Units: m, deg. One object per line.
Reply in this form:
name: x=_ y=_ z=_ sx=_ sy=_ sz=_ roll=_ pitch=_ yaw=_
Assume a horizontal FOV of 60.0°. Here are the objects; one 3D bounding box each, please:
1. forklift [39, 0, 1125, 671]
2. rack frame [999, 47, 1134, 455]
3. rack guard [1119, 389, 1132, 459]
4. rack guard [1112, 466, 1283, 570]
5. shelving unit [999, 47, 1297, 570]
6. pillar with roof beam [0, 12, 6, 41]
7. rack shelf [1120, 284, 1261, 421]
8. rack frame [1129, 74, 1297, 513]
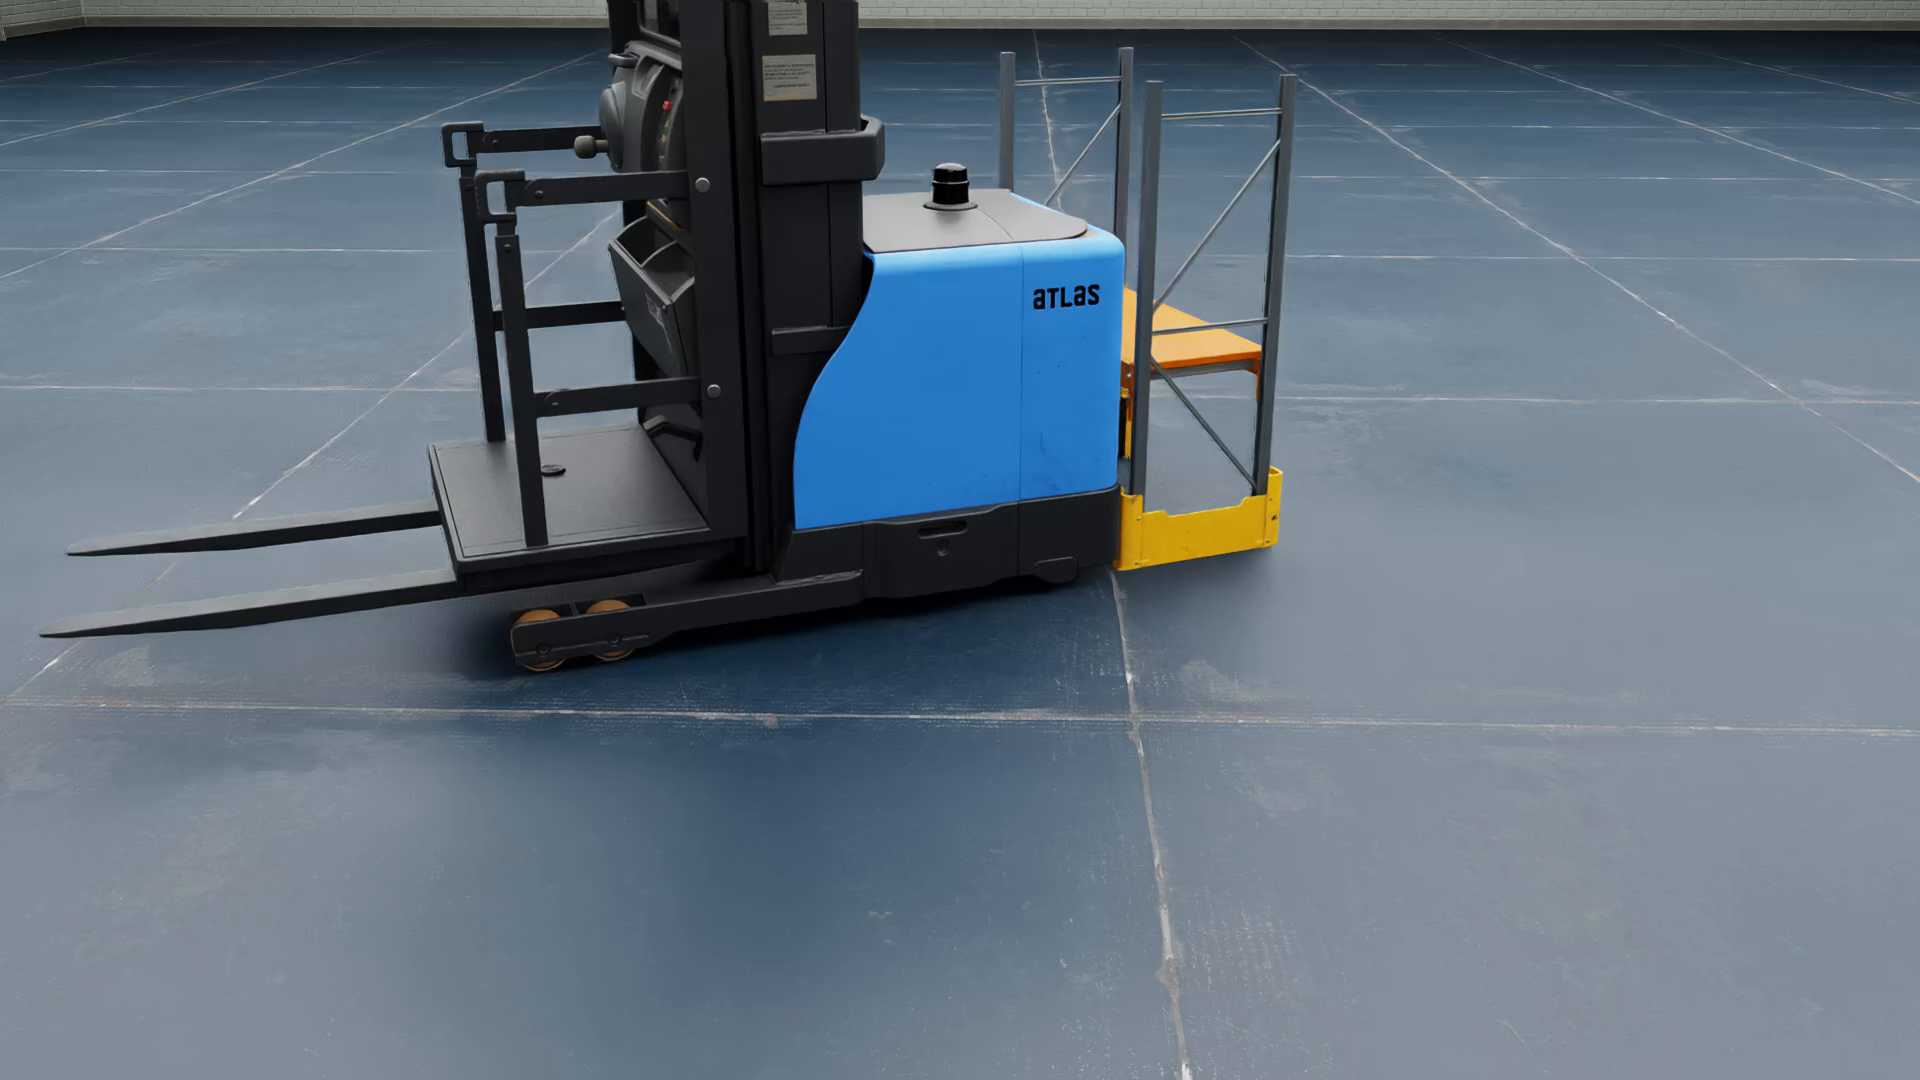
forklift: x=-1.073 y=-1.220 z=4.620 sx=3.031 sy=2.935 sz=1.130 roll=-8 pitch=23 yaw=-19
rack frame: x=0.373 y=-0.994 z=6.017 sx=0.500 sy=1.500 sz=0.032 roll=-9 pitch=23 yaw=-21
rack guard: x=0.380 y=-0.405 z=6.227 sx=0.587 sy=0.250 sz=0.087 roll=-9 pitch=23 yaw=-21
rack guard: x=0.769 y=-0.073 z=5.372 sx=0.587 sy=0.250 sz=0.087 roll=-9 pitch=23 yaw=-21
shelving unit: x=0.575 y=-0.822 z=5.573 sx=0.587 sy=1.500 sz=1.083 roll=-9 pitch=23 yaw=-21
pillar with roof beam: x=-9.910 y=-11.442 z=22.577 sx=9.100 sy=9.000 sz=0.400 roll=1 pitch=21 yaw=2
rack shelf: x=0.571 y=-0.657 z=5.646 sx=0.538 sy=0.185 sz=1.000 roll=-9 pitch=23 yaw=-21
rack frame: x=0.769 y=-0.655 z=5.144 sx=0.500 sy=1.500 sz=0.032 roll=-9 pitch=23 yaw=-21
